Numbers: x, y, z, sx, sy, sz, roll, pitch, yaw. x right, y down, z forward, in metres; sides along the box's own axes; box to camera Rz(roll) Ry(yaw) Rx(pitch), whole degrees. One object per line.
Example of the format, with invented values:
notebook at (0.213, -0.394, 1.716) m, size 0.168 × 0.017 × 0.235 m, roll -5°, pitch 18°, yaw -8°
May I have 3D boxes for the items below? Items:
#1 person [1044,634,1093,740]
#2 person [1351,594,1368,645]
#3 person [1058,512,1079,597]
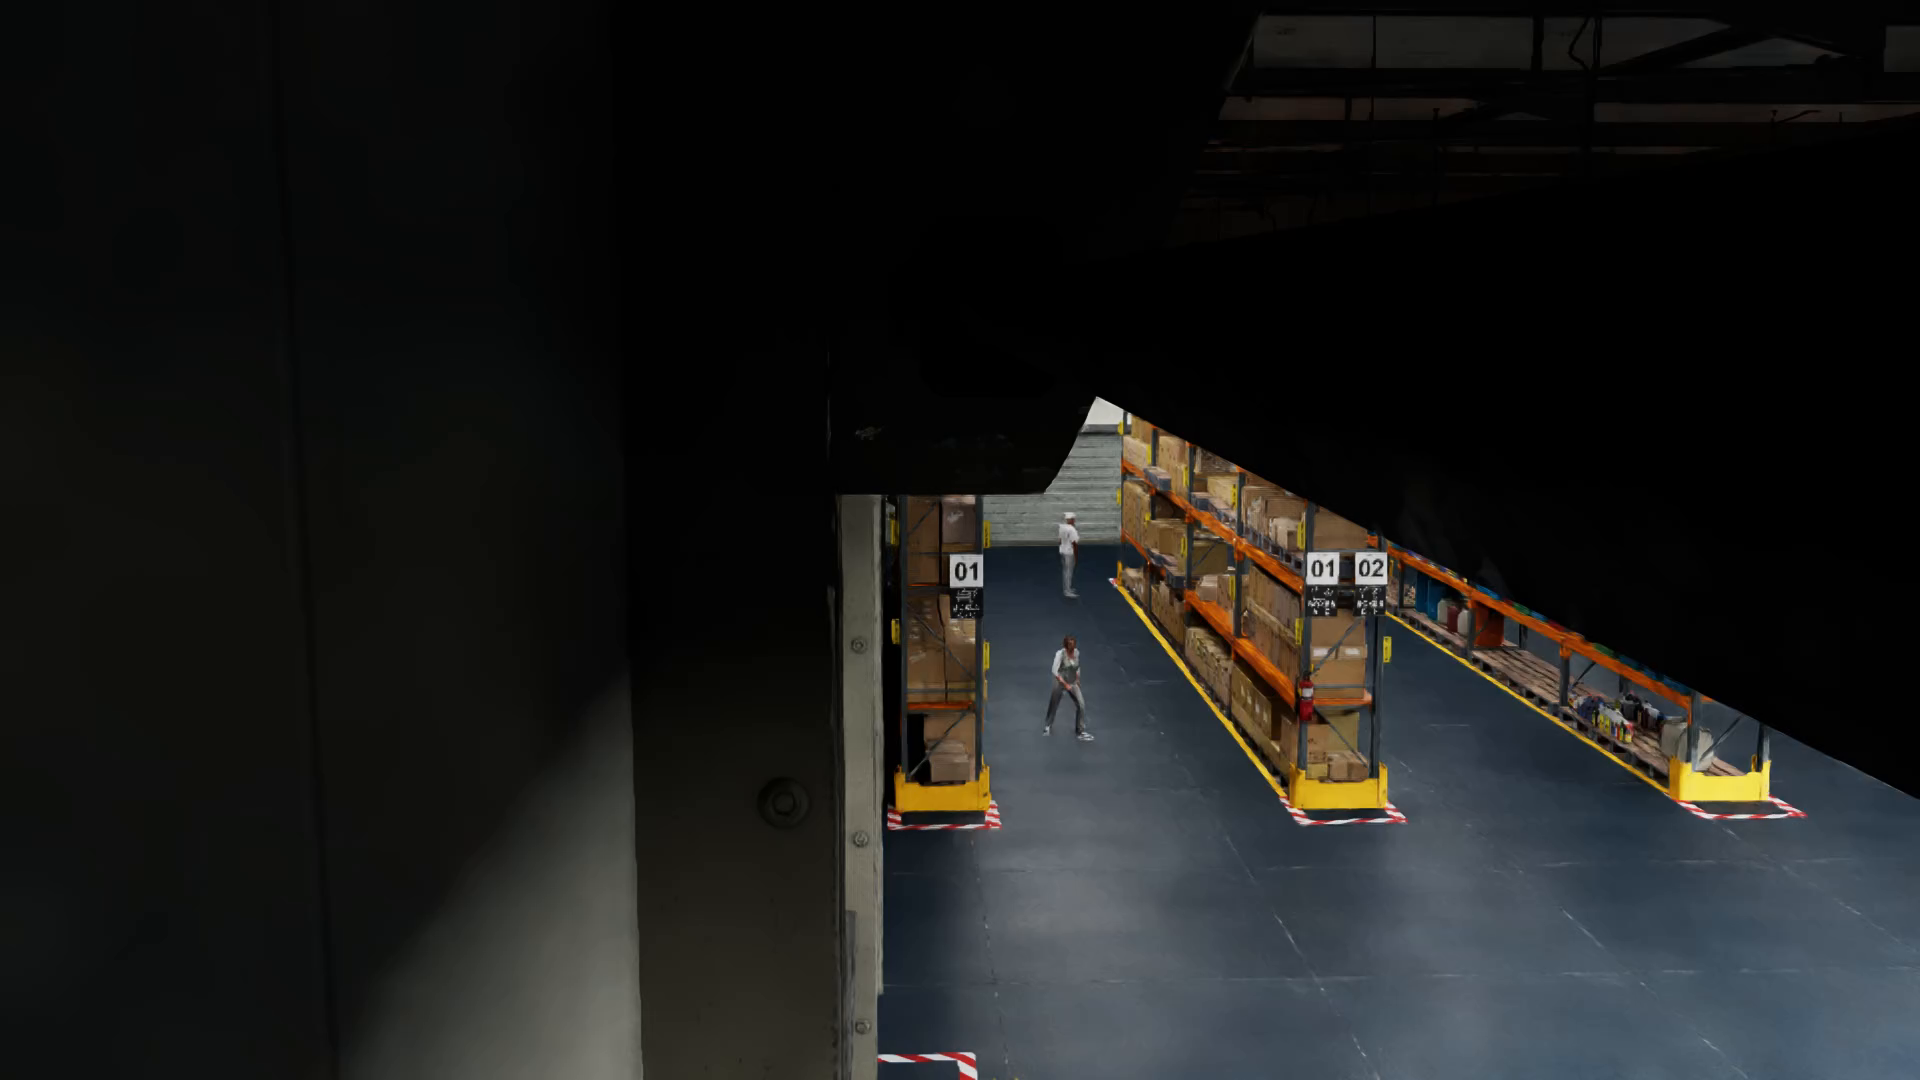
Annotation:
person at (1.514, 2.058, 23.782) m, size 0.551 × 1.505 × 0.778 m, roll -3°, pitch 9°, yaw -21°
person at (6.228, 1.691, 26.167) m, size 0.360 × 1.724 × 0.526 m, roll -5°, pitch 10°, yaw -29°
person at (2.331, 0.277, 35.037) m, size 0.464 × 1.772 × 0.645 m, roll -4°, pitch 9°, yaw -27°
